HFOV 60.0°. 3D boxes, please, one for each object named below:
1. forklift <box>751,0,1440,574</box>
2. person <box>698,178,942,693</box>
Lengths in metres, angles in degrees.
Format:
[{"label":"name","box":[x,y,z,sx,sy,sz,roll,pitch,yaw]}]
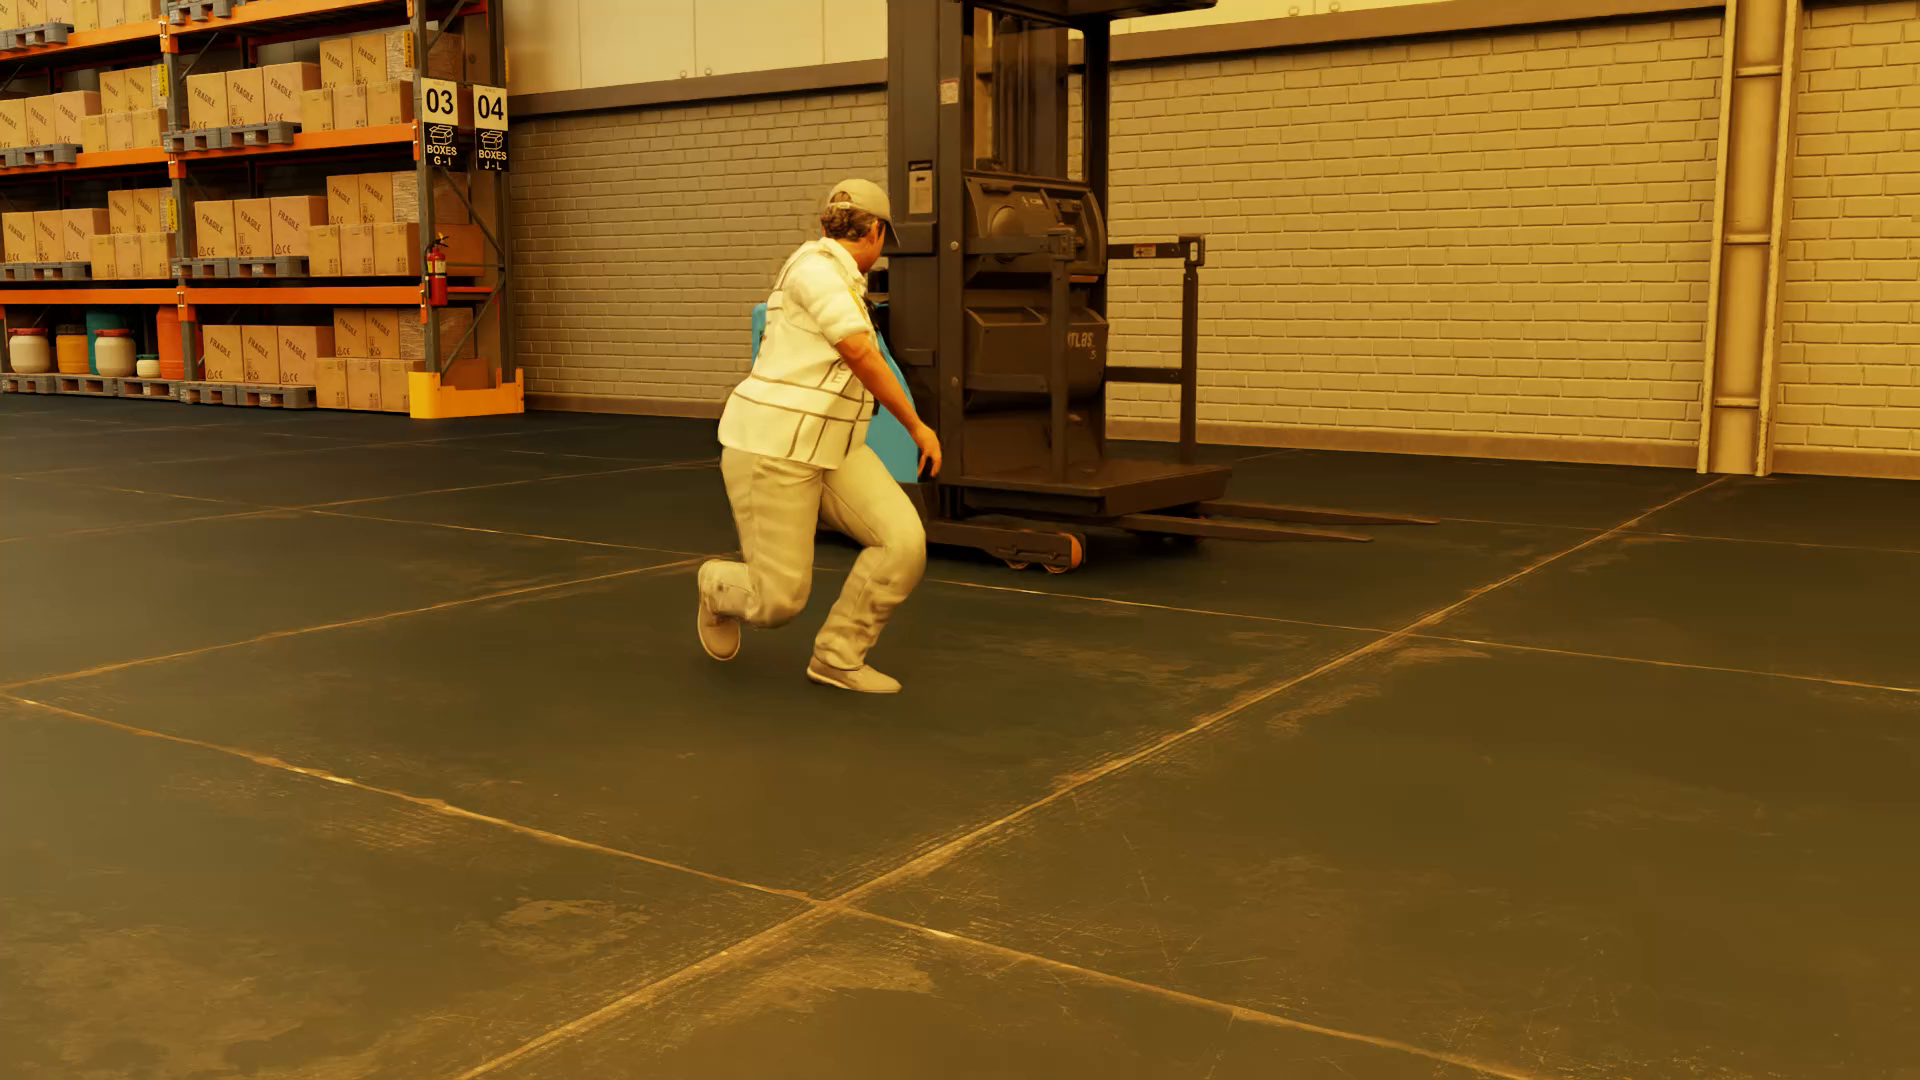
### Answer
[{"label":"forklift","box":[0.495,-1.399,7.028,3.031,2.935,1.130,6,10,38]},{"label":"person","box":[-0.408,-0.289,4.705,0.831,1.440,0.598,4,9,29]}]
